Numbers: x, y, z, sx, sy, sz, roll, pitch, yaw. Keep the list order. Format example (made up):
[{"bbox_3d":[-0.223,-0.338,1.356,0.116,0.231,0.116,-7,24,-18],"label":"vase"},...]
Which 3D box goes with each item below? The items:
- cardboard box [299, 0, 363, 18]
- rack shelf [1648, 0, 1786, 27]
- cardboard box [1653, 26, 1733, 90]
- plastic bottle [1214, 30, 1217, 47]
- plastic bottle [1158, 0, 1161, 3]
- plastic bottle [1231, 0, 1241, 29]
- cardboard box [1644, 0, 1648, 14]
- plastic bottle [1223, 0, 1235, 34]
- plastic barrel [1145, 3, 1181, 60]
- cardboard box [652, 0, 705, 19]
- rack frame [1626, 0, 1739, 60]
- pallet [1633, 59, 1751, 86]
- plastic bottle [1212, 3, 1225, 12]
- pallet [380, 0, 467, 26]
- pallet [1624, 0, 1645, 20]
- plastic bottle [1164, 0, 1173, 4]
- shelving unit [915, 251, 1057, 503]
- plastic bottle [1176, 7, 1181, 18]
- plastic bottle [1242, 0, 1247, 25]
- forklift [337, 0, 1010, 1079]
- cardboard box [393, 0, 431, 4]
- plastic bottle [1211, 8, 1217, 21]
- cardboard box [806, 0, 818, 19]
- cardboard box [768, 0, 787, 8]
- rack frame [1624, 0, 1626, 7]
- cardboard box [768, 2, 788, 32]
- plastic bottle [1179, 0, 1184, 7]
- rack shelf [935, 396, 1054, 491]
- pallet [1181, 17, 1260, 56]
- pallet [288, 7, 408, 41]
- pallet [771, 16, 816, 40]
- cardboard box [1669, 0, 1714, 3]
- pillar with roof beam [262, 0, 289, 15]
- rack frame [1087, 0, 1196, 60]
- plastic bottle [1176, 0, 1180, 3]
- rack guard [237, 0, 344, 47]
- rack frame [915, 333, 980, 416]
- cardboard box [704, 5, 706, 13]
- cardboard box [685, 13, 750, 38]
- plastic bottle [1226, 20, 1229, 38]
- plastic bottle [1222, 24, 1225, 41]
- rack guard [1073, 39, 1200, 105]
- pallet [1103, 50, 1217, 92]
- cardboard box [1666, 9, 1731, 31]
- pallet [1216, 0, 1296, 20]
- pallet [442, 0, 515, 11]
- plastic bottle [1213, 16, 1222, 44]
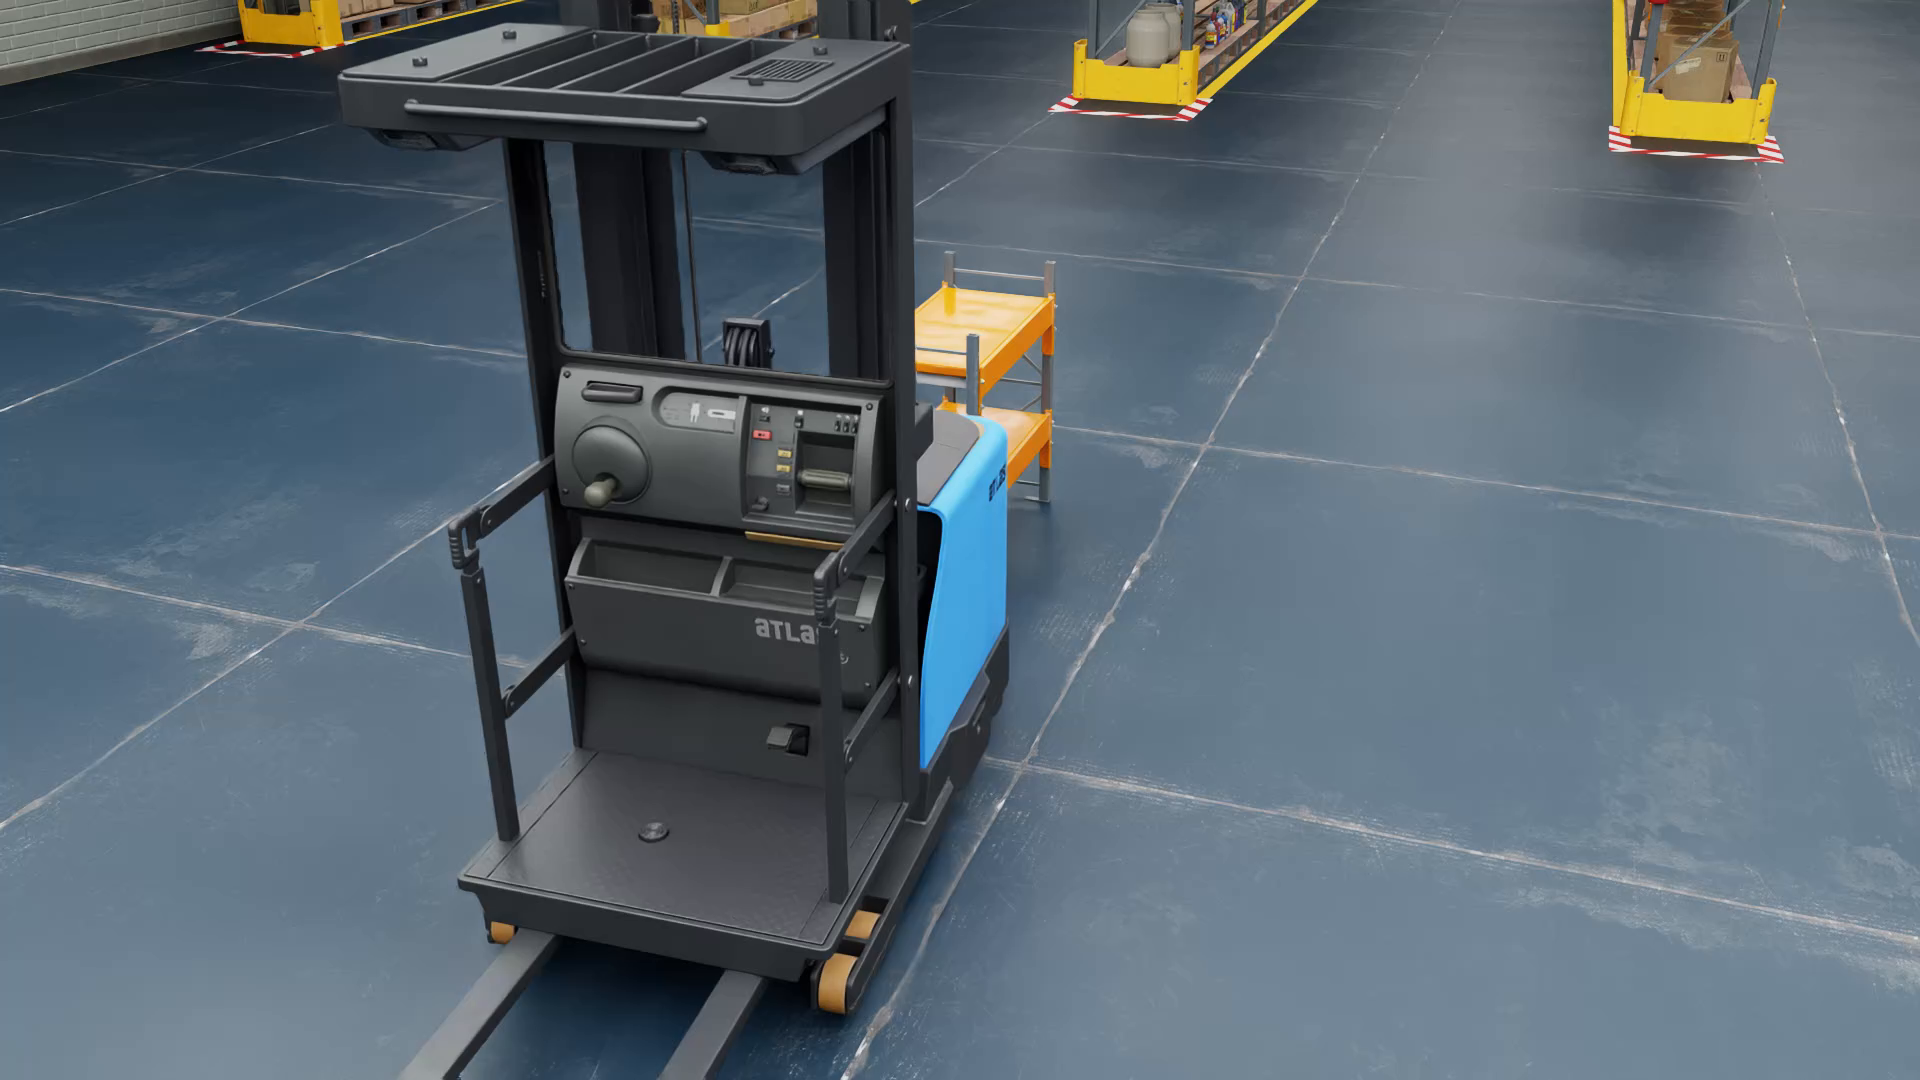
[{"bbox_3d":[-7.325,-6.274,19.346,0.500,0.311,0.500,6,26,12],"label":"cardboard box"},{"bbox_3d":[7.038,-5.358,15.699,1.077,0.370,4.000,9,27,17],"label":"rack shelf"},{"bbox_3d":[6.763,-4.428,15.341,0.500,0.500,0.500,17,30,31],"label":"cardboard box"},{"bbox_3d":[2.634,-5.259,17.376,0.097,0.201,0.097,0,26,0],"label":"plastic bottle"},{"bbox_3d":[2.169,-5.704,18.123,0.144,0.351,0.185,9,27,17],"label":"plastic bottle"},{"bbox_3d":[3.027,-5.842,18.409,0.144,0.351,0.185,7,27,15],"label":"plastic bottle"},{"bbox_3d":[8.291,-6.249,19.078,0.700,0.500,0.500,6,27,13],"label":"cardboard box"},{"bbox_3d":[2.919,-5.709,18.135,0.144,0.351,0.185,9,27,17],"label":"plastic bottle"},{"bbox_3d":[2.016,-5.135,16.786,0.421,0.512,0.421,0,26,0],"label":"plastic barrel"},{"bbox_3d":[-3.070,-5.850,17.704,0.500,0.500,0.500,9,27,17],"label":"cardboard box"},{"bbox_3d":[7.704,-6.503,17.240,1.000,3.000,0.127,9,27,17],"label":"rack frame"},{"bbox_3d":[7.109,-4.464,16.228,1.003,0.211,1.213,9,27,17],"label":"pallet"},{"bbox_3d":[2.879,-5.820,18.448,0.152,0.276,0.135,9,27,17],"label":"plastic bottle"},{"bbox_3d":[-6.904,-6.619,20.679,1.003,0.211,1.213,9,27,17],"label":"pallet"},{"bbox_3d":[8.773,-6.571,20.580,1.003,0.211,1.213,9,27,17],"label":"pallet"},{"bbox_3d":[2.310,-5.878,18.484,0.144,0.351,0.185,8,27,15],"label":"plastic bottle"},{"bbox_3d":[0.002,-0.509,7.011,0.538,1.125,1.048,9,27,17],"label":"shelving unit"},{"bbox_3d":[2.317,-5.659,18.116,0.152,0.276,0.135,9,27,17],"label":"plastic bottle"},{"bbox_3d":[3.184,-5.952,18.712,0.061,0.283,0.133,10,28,20],"label":"plastic bottle"},{"bbox_3d":[-0.725,-0.210,4.320,1.130,2.935,3.031,7,27,15],"label":"forklift"},{"bbox_3d":[-6.844,-6.887,20.396,0.700,0.500,0.500,7,27,14],"label":"cardboard box"},{"bbox_3d":[2.761,-5.628,18.044,0.061,0.283,0.133,9,27,17],"label":"plastic bottle"},{"bbox_3d":[-1.913,-6.259,19.409,0.500,0.250,0.500,9,27,17],"label":"cardboard box"},{"bbox_3d":[-2.261,-6.188,18.401,0.500,0.500,0.500,9,27,17],"label":"cardboard box"},{"bbox_3d":[9.035,-8.147,20.635,1.000,3.000,0.127,9,27,17],"label":"rack frame"},{"bbox_3d":[-2.250,-5.849,18.561,0.500,0.250,0.500,9,27,17],"label":"cardboard box"},{"bbox_3d":[2.509,-5.935,18.601,0.144,0.351,0.185,9,27,17],"label":"plastic bottle"},{"bbox_3d":[0.002,-0.289,7.117,0.538,0.278,1.000,9,27,17],"label":"rack shelf"},{"bbox_3d":[2.770,-5.697,18.774,1.003,0.211,1.213,9,27,17],"label":"pallet"},{"bbox_3d":[-7.311,-6.120,19.647,1.003,0.211,1.213,9,27,17],"label":"pallet"},{"bbox_3d":[-2.345,-5.863,19.116,1.003,0.211,1.213,9,27,17],"label":"pallet"},{"bbox_3d":[7.533,-5.409,17.366,0.500,0.500,0.500,8,27,16],"label":"cardboard box"},{"bbox_3d":[-4.164,-9.504,16.552,9.100,9.000,0.400,9,27,17],"label":"pillar with roof beam"},{"bbox_3d":[1.702,-5.578,15.328,1.000,3.000,0.127,9,27,17],"label":"rack frame"},{"bbox_3d":[2.432,-5.990,18.799,0.152,0.276,0.135,10,27,19],"label":"plastic bottle"},{"bbox_3d":[-7.615,-5.921,18.905,1.175,0.500,0.348,9,27,17],"label":"rack guard"},{"bbox_3d":[-0.167,-0.300,6.579,0.500,1.125,0.032,9,27,17],"label":"rack frame"},{"bbox_3d":[-2.913,-5.720,18.295,0.500,0.250,0.500,9,27,17],"label":"cardboard box"},{"bbox_3d":[-2.580,-5.437,17.711,0.500,0.250,0.500,9,27,17],"label":"cardboard box"},{"bbox_3d":[2.848,-5.524,17.922,0.097,0.201,0.097,0,26,0],"label":"plastic bottle"},{"bbox_3d":[2.779,-5.439,17.748,0.097,0.201,0.097,0,26,0],"label":"plastic bottle"},{"bbox_3d":[1.683,-4.491,15.952,1.175,0.500,0.348,9,27,17],"label":"rack guard"},{"bbox_3d":[1.958,-4.694,16.703,1.003,0.211,1.213,9,27,17],"label":"pallet"},{"bbox_3d":[7.217,-4.906,16.327,0.500,0.500,0.500,6,27,13],"label":"cardboard box"},{"bbox_3d":[3.662,-6.798,21.048,1.003,0.211,1.213,9,27,17],"label":"pallet"},{"bbox_3d":[-6.499,-7.122,21.718,1.003,0.211,1.213,9,27,17],"label":"pallet"},{"bbox_3d":[2.713,-5.389,17.564,0.097,0.271,0.097,0,26,0],"label":"plastic bottle"}]
